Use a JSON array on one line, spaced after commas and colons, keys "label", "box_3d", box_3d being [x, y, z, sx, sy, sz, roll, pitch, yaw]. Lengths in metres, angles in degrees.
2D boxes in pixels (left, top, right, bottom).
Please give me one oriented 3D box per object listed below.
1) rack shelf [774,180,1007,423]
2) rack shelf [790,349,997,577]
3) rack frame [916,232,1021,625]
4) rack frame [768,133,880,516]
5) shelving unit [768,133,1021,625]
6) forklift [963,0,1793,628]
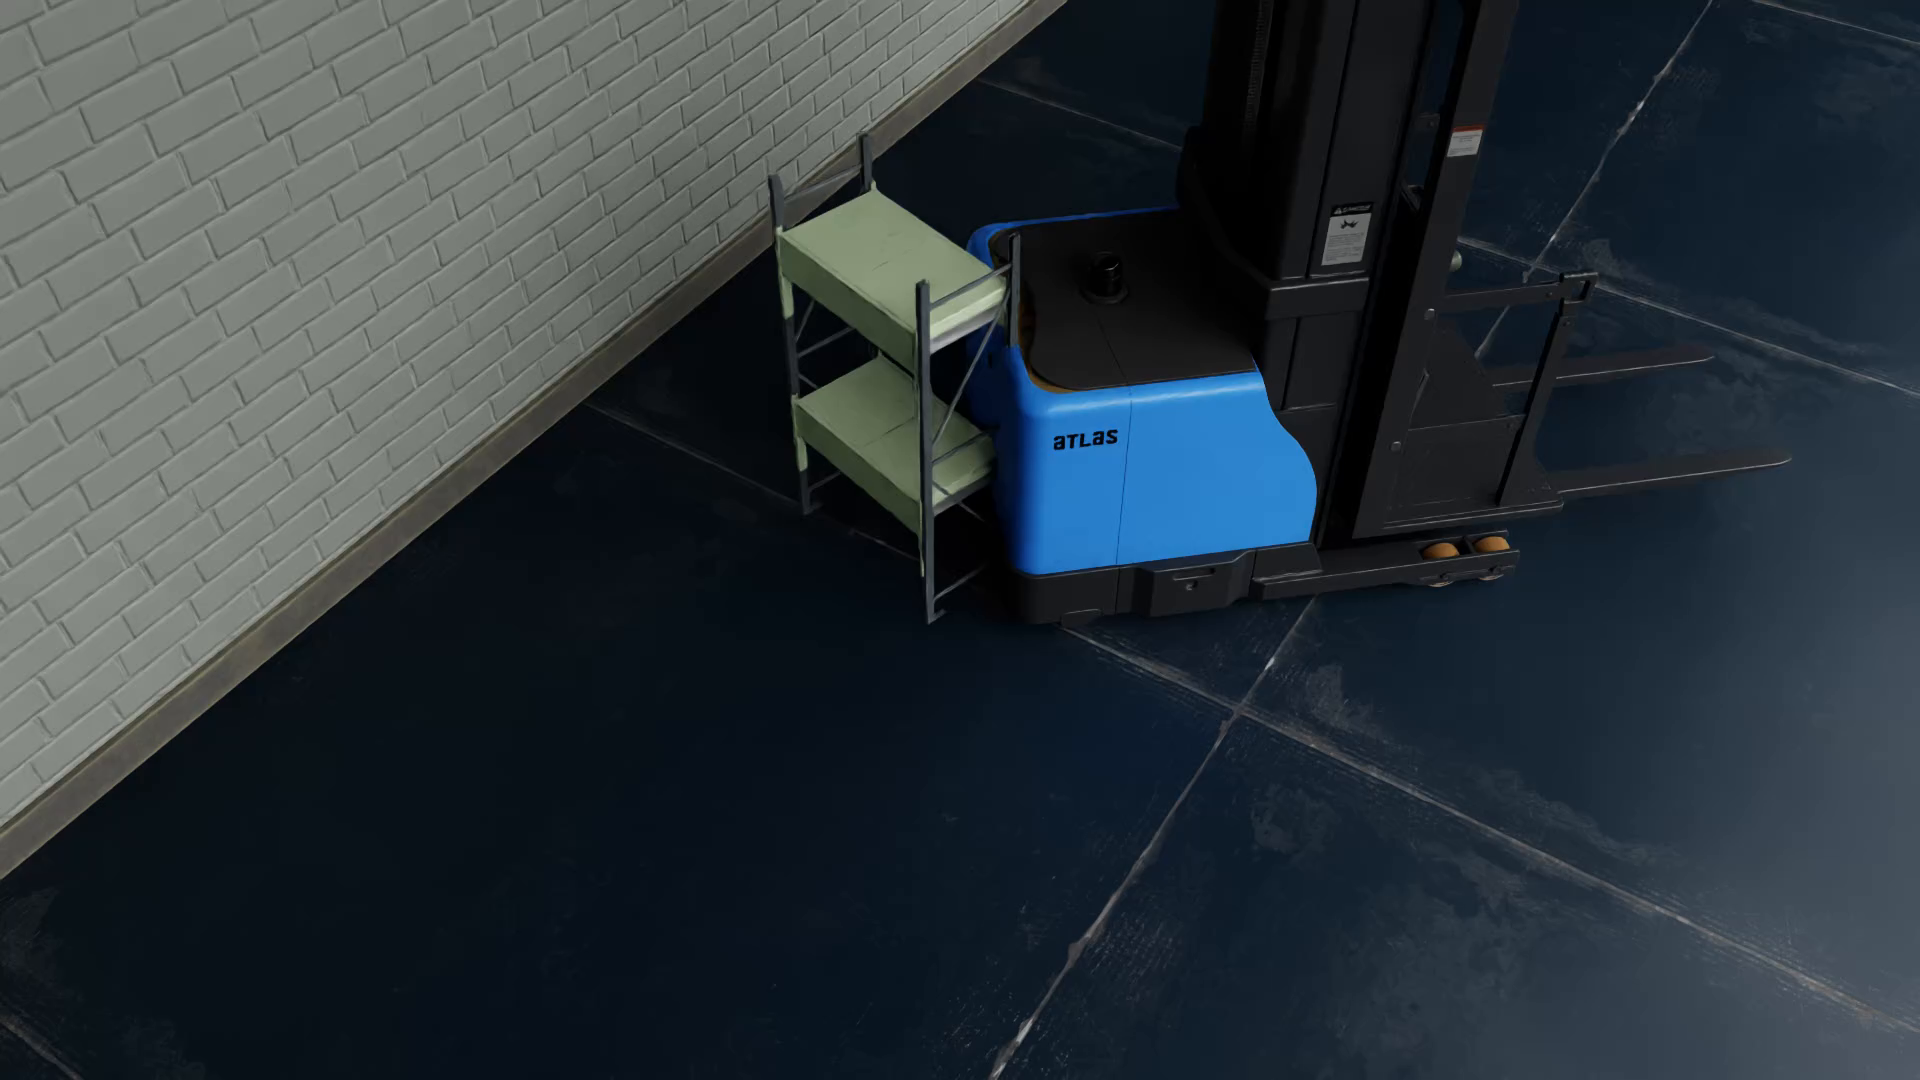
[{"label": "rack shelf", "box_3d": [-0.211, -0.789, 5.426, 0.431, 0.370, 0.720, -32, 54, -27]}, {"label": "rack shelf", "box_3d": [-0.212, -0.289, 5.939, 0.431, 0.370, 0.720, -32, 54, -27]}, {"label": "rack frame", "box_3d": [0.028, -0.318, 5.513, 0.400, 1.500, 0.023, -32, 54, -27]}, {"label": "rack frame", "box_3d": [-0.451, -0.715, 5.898, 0.400, 1.500, 0.023, -32, 54, -27]}, {"label": "shelving unit", "box_3d": [-0.212, -0.516, 5.706, 0.431, 1.500, 0.755, -32, 54, -27]}, {"label": "forklift", "box_3d": [1.577, -1.219, 5.391, 3.031, 2.935, 1.130, -7, 46, -7]}]
